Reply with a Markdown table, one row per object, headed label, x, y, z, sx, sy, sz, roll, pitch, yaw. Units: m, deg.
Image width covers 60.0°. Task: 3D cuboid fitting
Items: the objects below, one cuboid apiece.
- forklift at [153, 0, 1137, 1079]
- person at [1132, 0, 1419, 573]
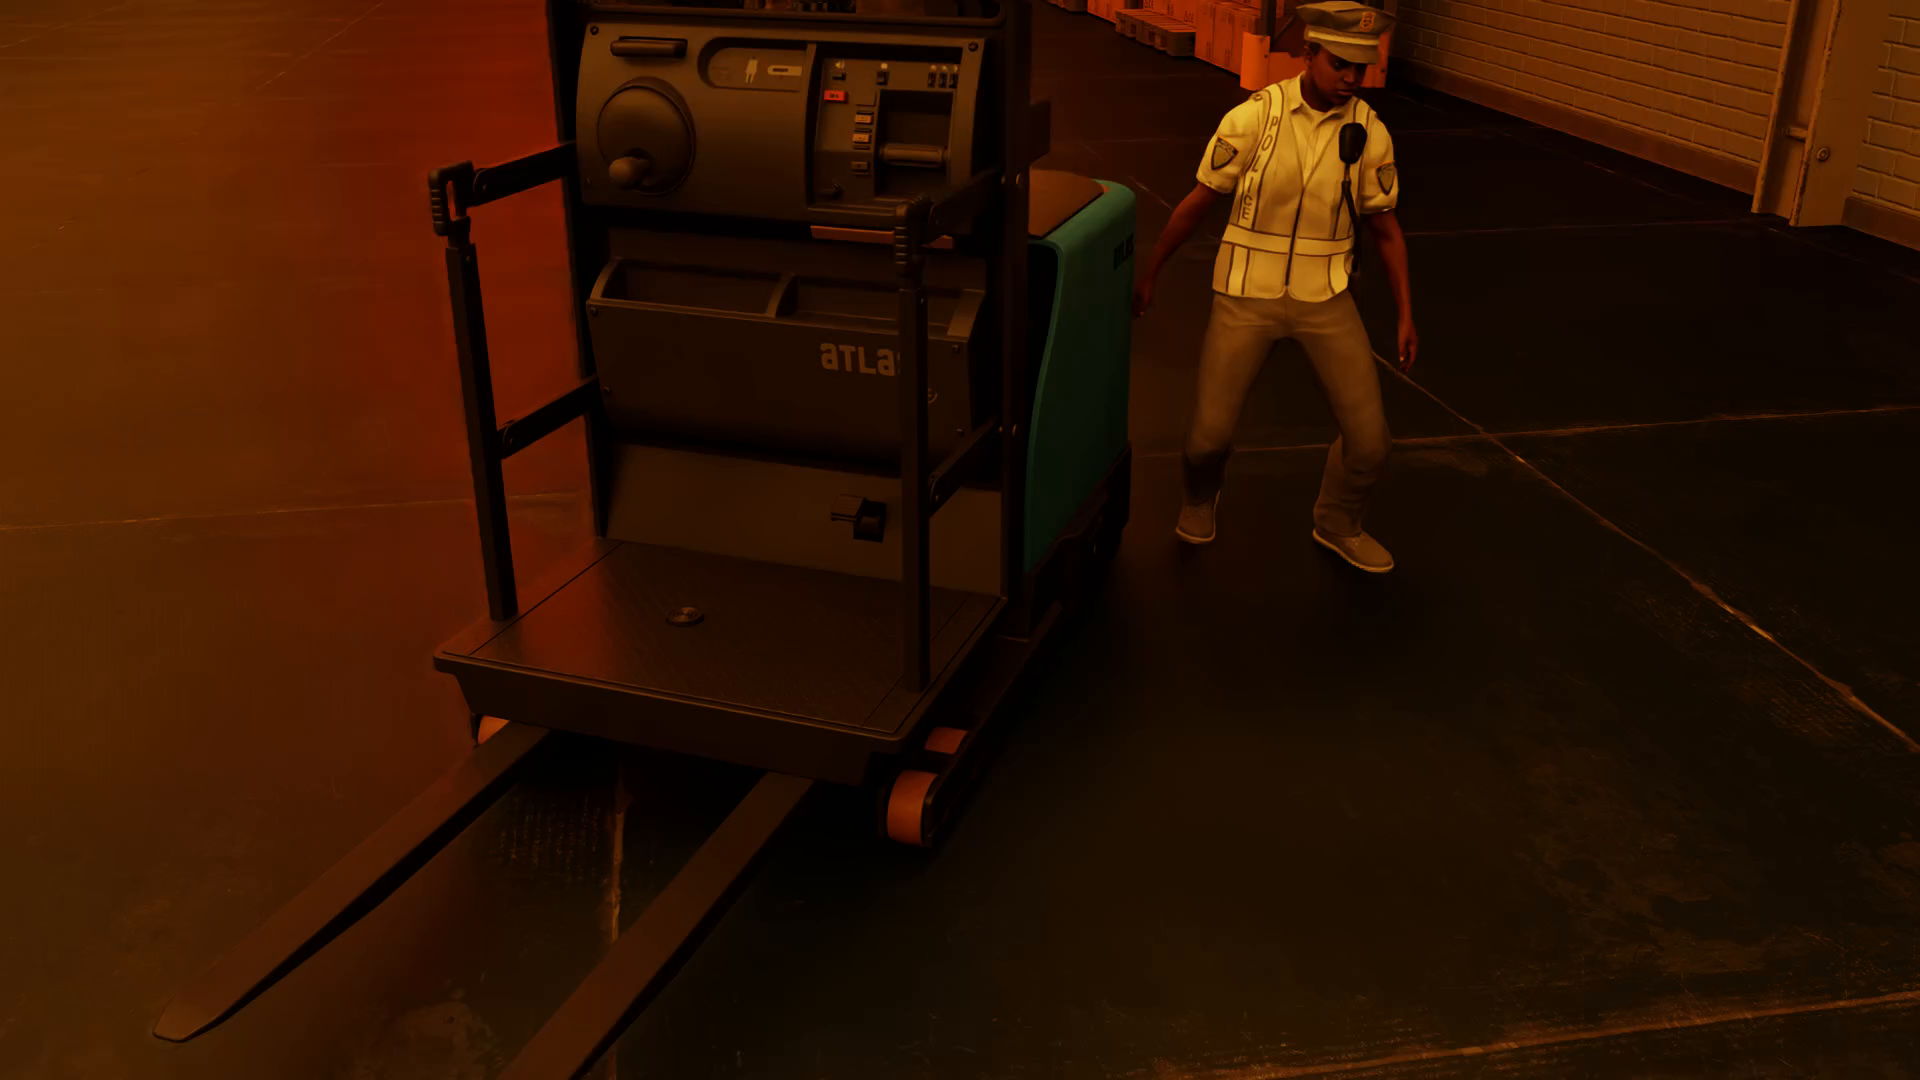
| label | x | y | z | sx | sy | sz | roll | pitch | yaw |
| --- | --- | --- | --- | --- | --- | --- | --- | --- | --- |
| forklift | -0.466 | -0.878 | 3.360 | 1.130 | 2.935 | 3.031 | 8 | 25 | 18 |
| person | 0.875 | -0.679 | 4.627 | 0.799 | 1.589 | 0.467 | 3 | 24 | 7 |
